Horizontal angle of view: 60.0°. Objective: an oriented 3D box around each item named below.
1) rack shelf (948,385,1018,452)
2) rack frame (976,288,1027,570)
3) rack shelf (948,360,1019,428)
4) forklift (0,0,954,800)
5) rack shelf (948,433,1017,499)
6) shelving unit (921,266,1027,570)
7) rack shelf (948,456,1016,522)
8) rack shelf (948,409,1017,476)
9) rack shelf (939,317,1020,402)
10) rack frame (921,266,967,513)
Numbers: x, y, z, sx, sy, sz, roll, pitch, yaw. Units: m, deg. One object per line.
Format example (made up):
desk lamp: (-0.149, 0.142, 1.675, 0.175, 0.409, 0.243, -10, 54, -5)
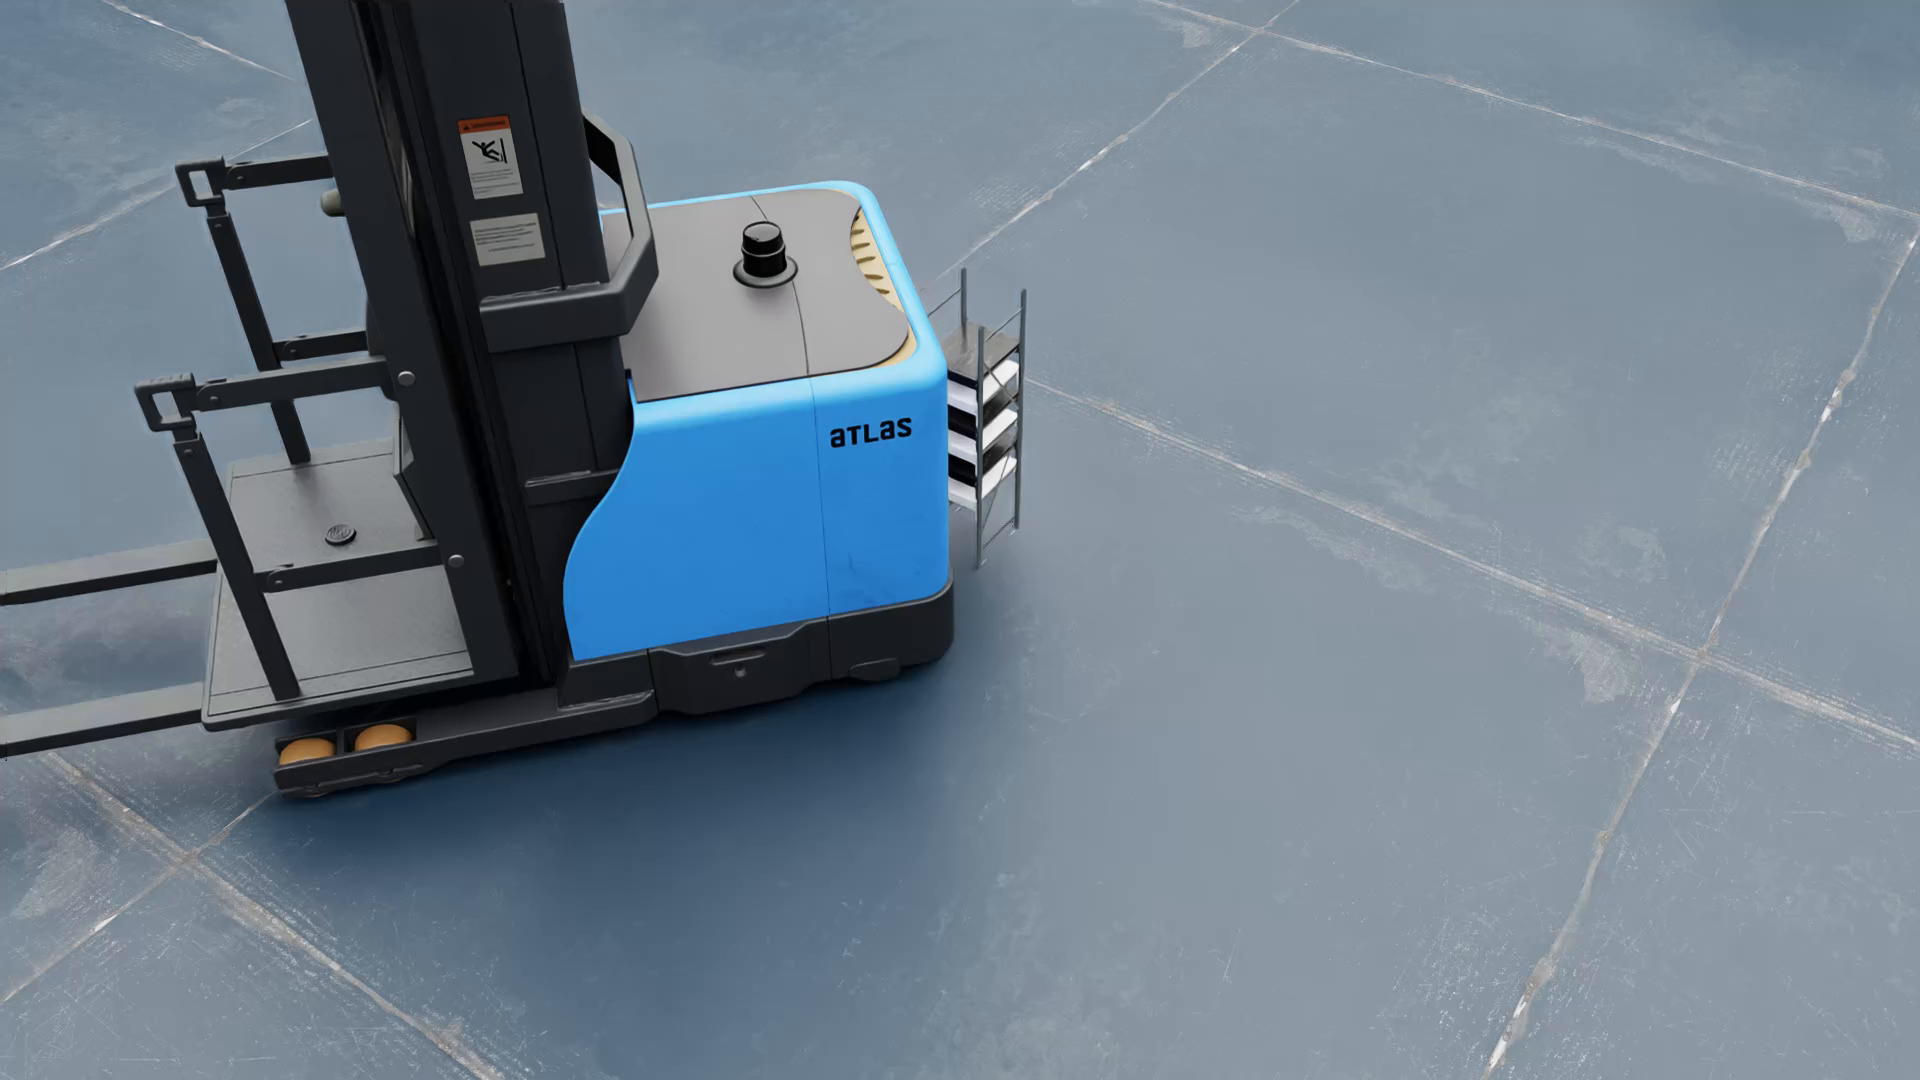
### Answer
rack shelf: (0.034, -0.389, 4.925, 0.200, 0.077, 0.258, 24, 47, 25)
rack frame: (0.119, -0.309, 4.921, 0.006, 0.900, 0.240, 24, 47, 25)
rack shelf: (0.034, -0.456, 4.865, 0.200, 0.077, 0.258, 24, 47, 25)
forklift: (-1.593, -0.791, 3.936, 3.031, 2.935, 1.130, -10, 43, -11)
rack shelf: (0.034, -0.255, 5.045, 0.200, 0.077, 0.258, 24, 47, 25)
shelving unit: (0.034, -0.347, 4.963, 0.210, 0.900, 0.258, 24, 47, 25)
rack shelf: (0.034, -0.188, 5.105, 0.200, 0.077, 0.258, 24, 47, 25)
rack shelf: (0.034, -0.322, 4.985, 0.200, 0.077, 0.258, 24, 47, 25)
rack shelf: (0.034, -0.523, 4.805, 0.200, 0.077, 0.258, 24, 47, 25)
rack frame: (-0.050, -0.385, 5.005, 0.006, 0.900, 0.240, 24, 47, 25)
